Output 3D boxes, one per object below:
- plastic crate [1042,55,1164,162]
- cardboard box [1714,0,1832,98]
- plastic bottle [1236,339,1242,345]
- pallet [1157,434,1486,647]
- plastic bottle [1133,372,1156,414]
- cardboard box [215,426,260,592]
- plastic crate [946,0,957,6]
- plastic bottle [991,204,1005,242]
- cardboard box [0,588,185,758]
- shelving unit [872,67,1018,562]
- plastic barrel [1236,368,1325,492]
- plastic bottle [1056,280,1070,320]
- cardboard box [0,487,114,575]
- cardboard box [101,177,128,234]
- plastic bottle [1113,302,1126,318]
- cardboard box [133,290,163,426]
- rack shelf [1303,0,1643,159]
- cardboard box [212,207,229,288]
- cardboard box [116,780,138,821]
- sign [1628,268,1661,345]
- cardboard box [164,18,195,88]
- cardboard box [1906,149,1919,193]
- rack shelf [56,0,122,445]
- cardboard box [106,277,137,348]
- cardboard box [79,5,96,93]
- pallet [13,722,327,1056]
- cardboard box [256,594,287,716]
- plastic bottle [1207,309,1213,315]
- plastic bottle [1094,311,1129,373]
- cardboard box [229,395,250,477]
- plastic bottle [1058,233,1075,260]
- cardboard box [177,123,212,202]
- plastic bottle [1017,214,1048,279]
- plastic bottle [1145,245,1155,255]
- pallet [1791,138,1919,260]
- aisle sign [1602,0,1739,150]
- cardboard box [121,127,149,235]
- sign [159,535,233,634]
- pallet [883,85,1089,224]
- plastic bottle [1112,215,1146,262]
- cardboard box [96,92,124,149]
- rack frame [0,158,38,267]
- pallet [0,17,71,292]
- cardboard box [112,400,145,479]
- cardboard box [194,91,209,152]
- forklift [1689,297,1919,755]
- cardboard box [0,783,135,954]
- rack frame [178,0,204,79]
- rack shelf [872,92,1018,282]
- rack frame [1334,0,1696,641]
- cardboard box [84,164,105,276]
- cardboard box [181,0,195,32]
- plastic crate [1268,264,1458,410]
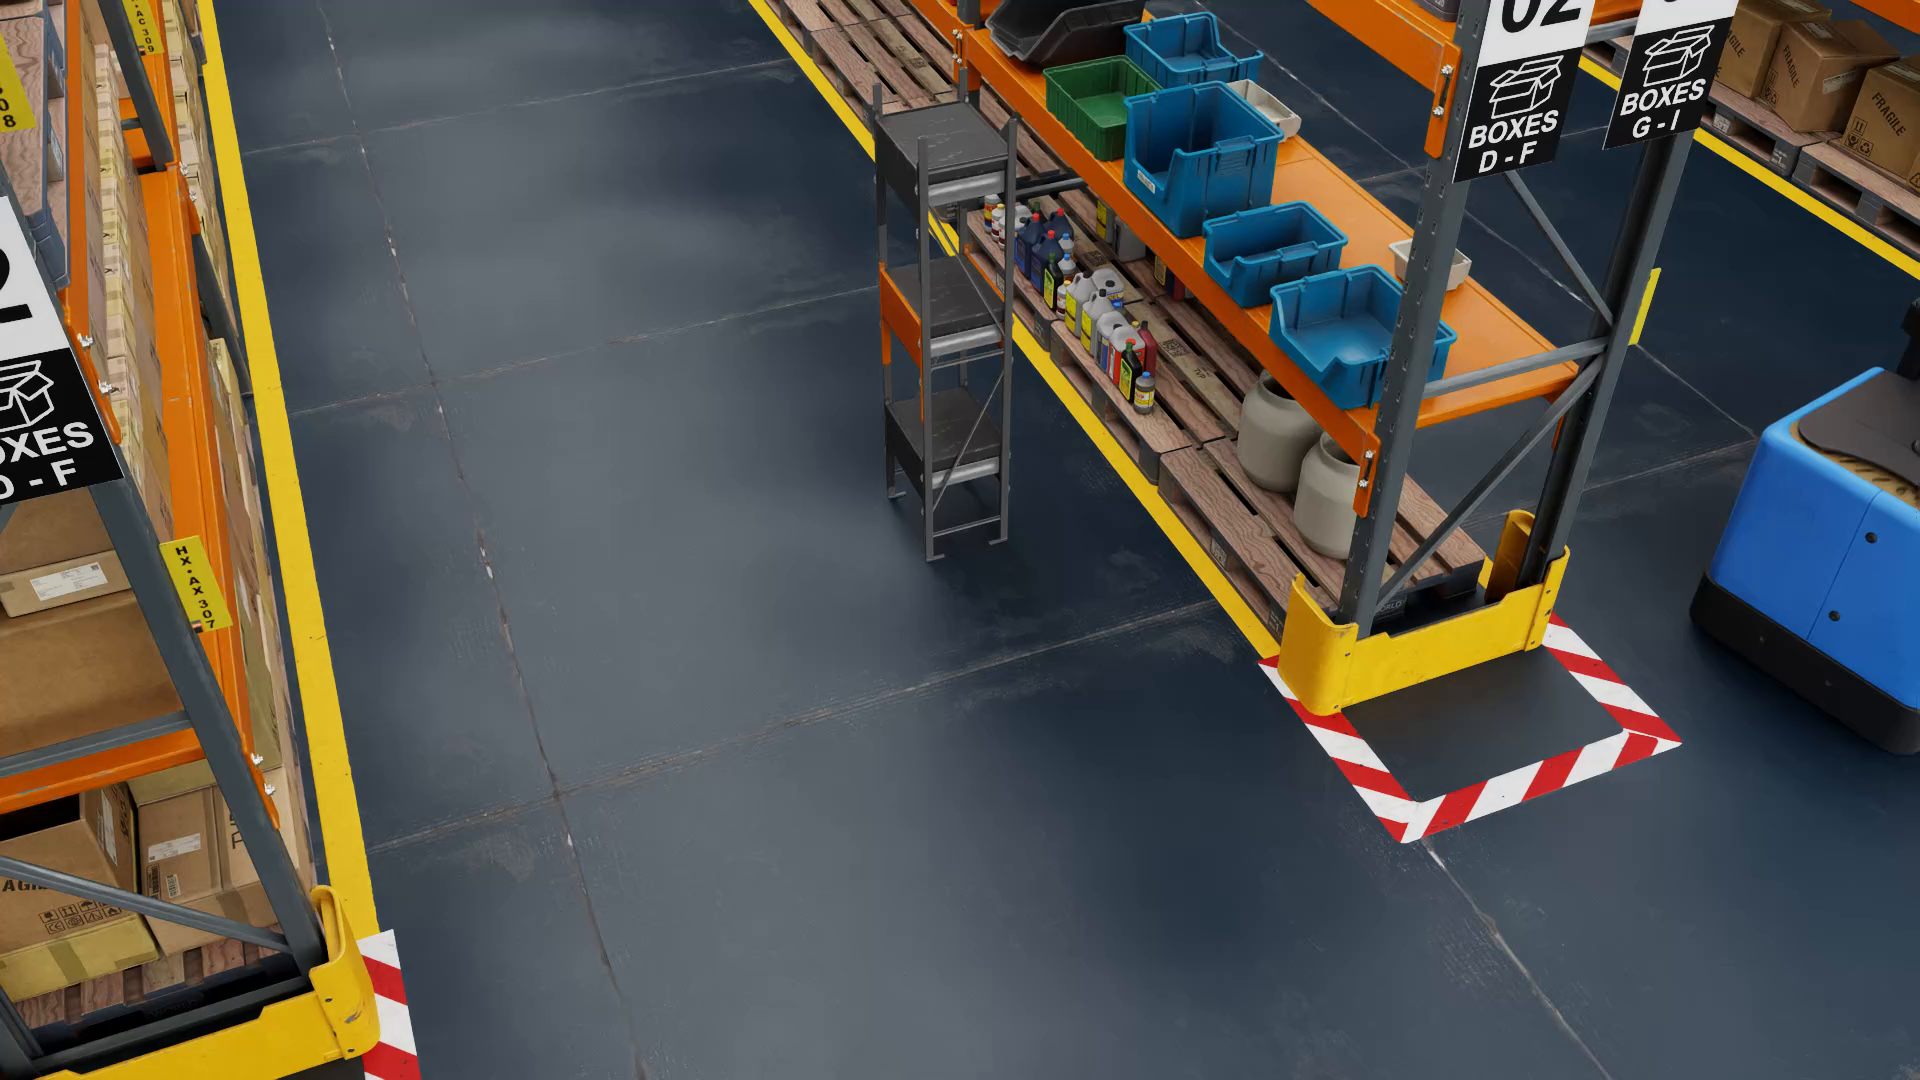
[{"bbox_3d":[0.726,-2.057,7.923,0.450,0.188,0.662,-15,43,-17],"label":"plastic crate"},{"bbox_3d":[5.160,-3.222,10.710,0.500,0.500,0.500,-16,43,-18],"label":"cardboard box"},{"bbox_3d":[1.461,-1.125,8.431,0.097,0.271,0.097,0,41,0],"label":"plastic bottle"},{"bbox_3d":[1.620,-0.084,7.604,1.003,0.211,1.213,-15,43,-17],"label":"pallet"},{"bbox_3d":[0.890,-0.719,8.013,0.097,0.201,0.097,0,41,0],"label":"plastic bottle"},{"bbox_3d":[-3.151,-0.067,6.657,0.500,0.500,0.500,-15,43,-17],"label":"cardboard box"},{"bbox_3d":[0.000,-3.265,9.116,0.402,0.464,0.583,-15,43,-17],"label":"plastic crate"},{"bbox_3d":[0.223,-1.769,9.234,0.097,0.201,0.097,0,41,0],"label":"plastic bottle"},{"bbox_3d":[-2.747,0.295,4.948,0.700,0.500,0.500,-15,43,-17],"label":"cardboard box"},{"bbox_3d":[-0.063,-0.896,7.100,0.431,2.100,0.503,-15,43,-17],"label":"shelving unit"},{"bbox_3d":[1.484,-0.512,7.549,0.421,0.512,0.421,0,41,0],"label":"plastic barrel"},{"bbox_3d":[0.552,-1.252,8.632,0.097,0.201,0.097,0,41,0],"label":"plastic bottle"},{"bbox_3d":[-2.767,-0.229,4.562,0.700,0.500,0.500,-15,43,-17],"label":"cardboard box"},{"bbox_3d":[-3.324,-1.201,6.190,0.380,0.149,0.250,-14,43,-16],"label":"cardboard box"},{"bbox_3d":[0.794,-1.117,8.475,0.097,0.201,0.097,0,41,0],"label":"plastic bottle"},{"bbox_3d":[-3.341,-0.637,6.032,0.700,0.500,0.500,-14,43,-16],"label":"cardboard box"},{"bbox_3d":[1.233,-2.686,6.742,1.077,0.370,4.000,-15,43,-17],"label":"rack shelf"},{"bbox_3d":[-4.230,-1.522,8.925,0.500,0.250,0.500,-14,43,-16],"label":"cardboard box"},{"bbox_3d":[-3.260,0.953,6.047,0.500,0.250,0.500,-15,43,-17],"label":"cardboard box"},{"bbox_3d":[2.508,-0.856,6.151,0.100,0.325,0.005,-15,43,-17],"label":"sign"},{"bbox_3d":[-5.008,-2.966,10.173,0.500,0.311,0.500,-16,43,-18],"label":"cardboard box"},{"bbox_3d":[5.868,-2.177,9.495,0.500,0.500,0.500,-11,42,-13],"label":"cardboard box"},{"bbox_3d":[-3.345,-1.452,5.308,1.077,0.370,4.000,-15,43,-17],"label":"rack shelf"},{"bbox_3d":[-3.026,-0.732,5.645,0.380,0.149,0.250,-16,43,-17],"label":"cardboard box"},{"bbox_3d":[-3.935,-2.056,6.688,0.700,0.500,0.500,-15,43,-17],"label":"cardboard box"},{"bbox_3d":[-2.911,1.224,6.083,1.003,0.211,1.213,-15,43,-17],"label":"pallet"},{"bbox_3d":[-2.965,0.520,6.550,0.500,0.250,0.500,-15,43,-17],"label":"cardboard box"},{"bbox_3d":[1.345,-1.307,8.643,0.097,0.271,0.097,0,41,0],"label":"plastic bottle"},{"bbox_3d":[0.766,-0.990,8.270,0.152,0.276,0.135,-16,43,-18],"label":"plastic bottle"},{"bbox_3d":[-3.549,-0.381,7.597,0.500,0.250,0.500,-15,43,-17],"label":"cardboard box"},{"bbox_3d":[0.560,-1.511,8.880,0.097,0.271,0.097,0,41,0],"label":"plastic bottle"},{"bbox_3d":[-4.424,-2.047,9.105,0.500,0.311,0.500,-16,43,-18],"label":"cardboard box"},{"bbox_3d":[0.393,-1.598,8.921,0.144,0.351,0.185,-14,43,-16],"label":"plastic bottle"},{"bbox_3d":[1.054,-1.757,9.105,0.144,0.351,0.185,-17,44,-19],"label":"plastic bottle"},{"bbox_3d":[5.804,-2.072,9.917,1.003,0.211,1.213,-15,43,-17],"label":"pallet"},{"bbox_3d":[2.296,-1.632,5.272,0.394,0.787,0.004,-15,43,-17],"label":"aisle sign"},{"bbox_3d":[-3.935,-1.565,7.111,0.700,0.500,0.500,-16,43,-18],"label":"cardboard box"},{"bbox_3d":[-2.065,0.124,4.499,0.100,0.325,0.005,-15,43,-17],"label":"sign"},{"bbox_3d":[0.131,-2.432,10.335,1.003,0.211,1.213,-15,43,-17],"label":"pallet"},{"bbox_3d":[0.926,-1.676,9.069,0.152,0.276,0.135,-15,43,-17],"label":"plastic bottle"},{"bbox_3d":[-3.613,-1.659,6.723,0.380,0.149,0.250,-16,43,-18],"label":"cardboard box"},{"bbox_3d":[-2.580,-1.657,2.694,1.000,3.000,0.127,-15,43,-17],"label":"rack frame"},{"bbox_3d":[-2.826,-0.919,4.204,1.003,0.211,1.213,-15,43,-17],"label":"pallet"},{"bbox_3d":[-2.729,-0.266,5.103,0.380,0.149,0.250,-15,43,-17],"label":"cardboard box"},{"bbox_3d":[-4.824,-2.449,10.003,0.500,0.250,0.500,-14,43,-16],"label":"cardboard box"},{"bbox_3d":[4.651,-1.024,6.611,3.031,2.935,1.130,-24,46,-26],"label":"forklift"},{"bbox_3d":[-3.060,0.967,5.455,0.500,0.500,0.500,-15,43,-17],"label":"cardboard box"},{"bbox_3d":[-5.641,-4.202,10.254,1.000,3.000,0.127,-15,43,-17],"label":"rack frame"},{"bbox_3d":[-0.063,-1.416,6.652,0.431,0.518,0.480,-15,43,-17],"label":"rack shelf"},{"bbox_3d":[1.998,-0.616,6.085,1.000,3.000,0.127,-15,43,-17],"label":"rack frame"},{"bbox_3d":[-3.358,-1.149,5.633,0.700,0.500,0.500,-15,43,-17],"label":"cardboard box"},{"bbox_3d":[-5.551,-3.766,11.328,0.500,0.500,0.500,-13,42,-15],"label":"cardboard box"},{"bbox_3d":[1.530,-0.787,6.397,0.499,0.251,0.616,-15,43,-17],"label":"plastic crate"}]
